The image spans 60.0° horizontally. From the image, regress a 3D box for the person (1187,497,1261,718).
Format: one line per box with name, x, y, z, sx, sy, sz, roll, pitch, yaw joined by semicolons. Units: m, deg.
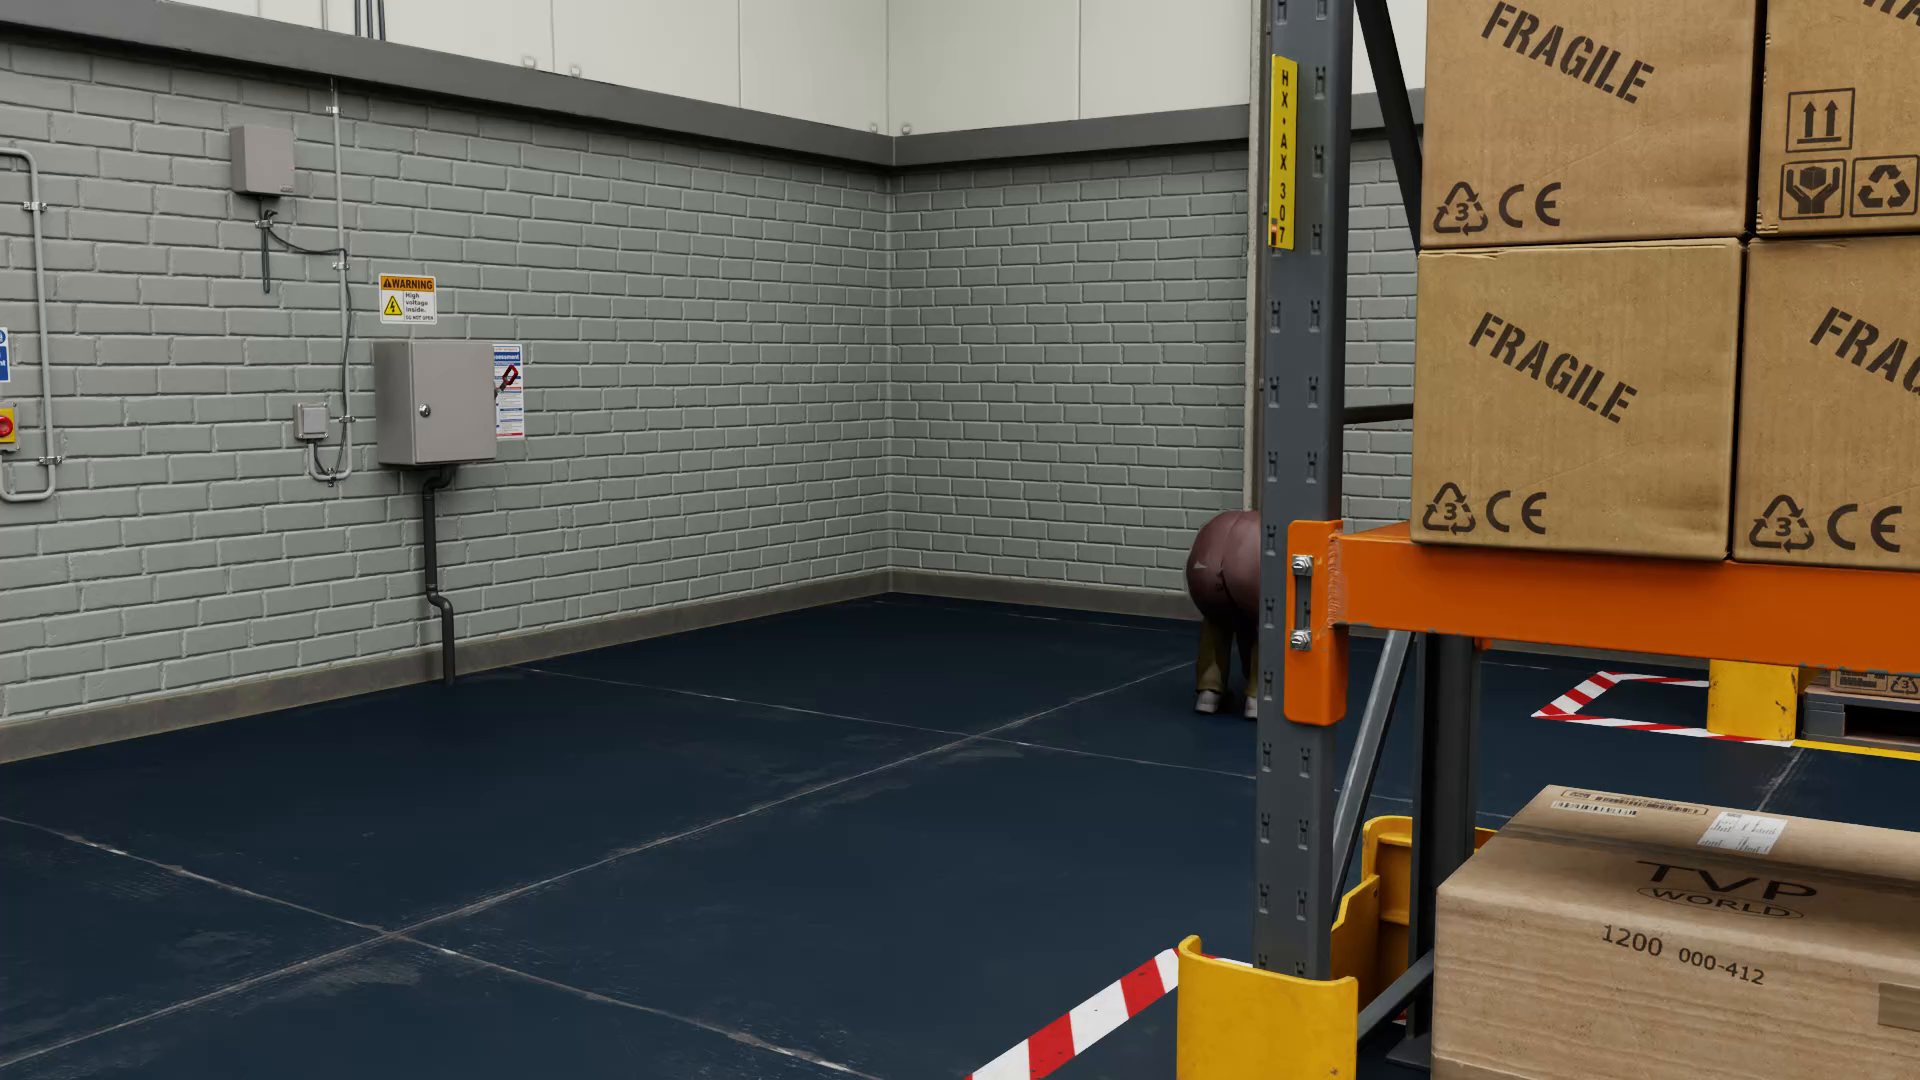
person;1.396;0.282;7.776;0.592;0.996;0.943;4;7;31
